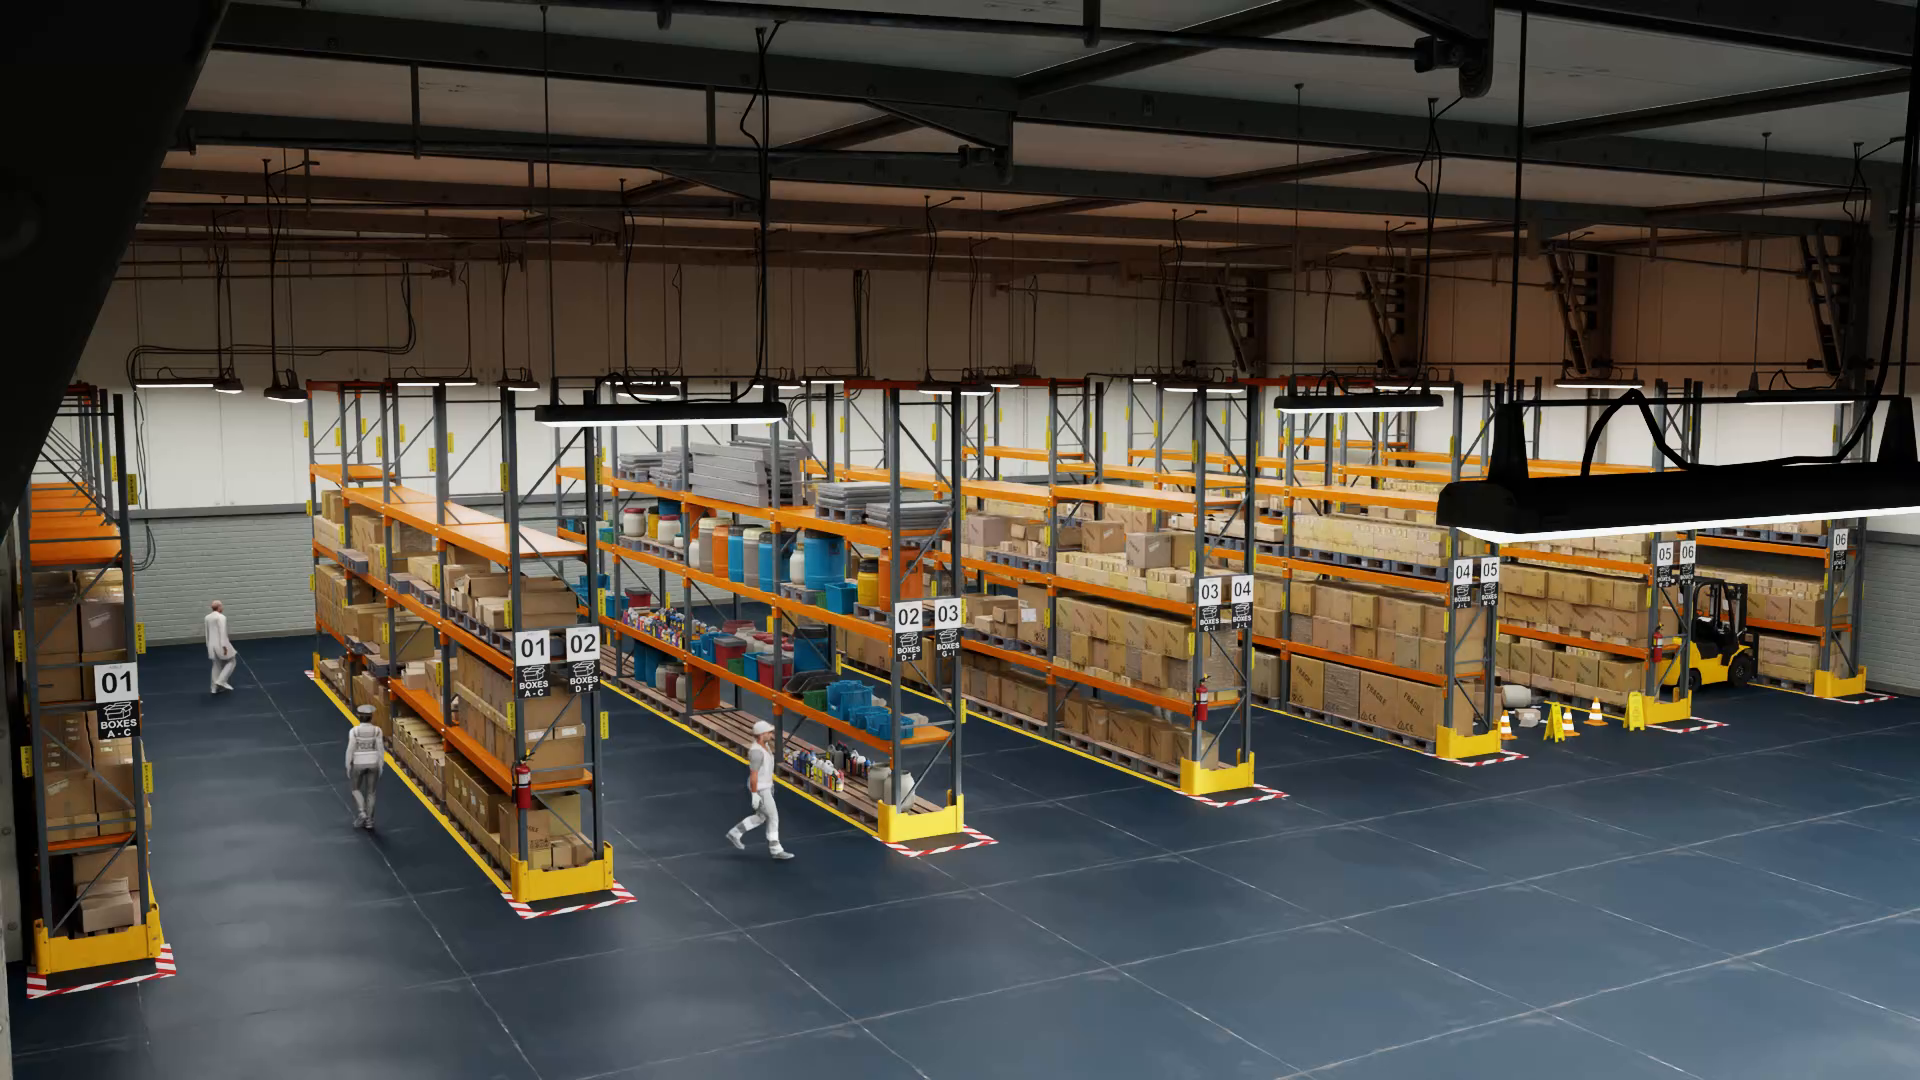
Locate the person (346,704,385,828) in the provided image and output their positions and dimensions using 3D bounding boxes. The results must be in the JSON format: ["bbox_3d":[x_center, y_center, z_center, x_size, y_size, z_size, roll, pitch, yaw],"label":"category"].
[{"bbox_3d":[-8.081,3.090,22.618,0.511,1.672,0.421,-3,7,-26],"label":"person"}]

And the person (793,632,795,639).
[{"bbox_3d":[-2.809,2.262,29.634,0.465,1.350,0.941,-5,8,-37],"label":"person"}]

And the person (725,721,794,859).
[{"bbox_3d":[-2.569,3.188,21.305,0.910,1.763,0.612,0,6,3],"label":"person"}]

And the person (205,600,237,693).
[{"bbox_3d":[-14.245,2.040,31.927,0.601,1.761,0.516,1,6,14],"label":"person"}]

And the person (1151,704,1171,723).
[{"bbox_3d":[3.392,2.420,28.445,0.566,1.761,0.468,-1,6,-7],"label":"person"}]
